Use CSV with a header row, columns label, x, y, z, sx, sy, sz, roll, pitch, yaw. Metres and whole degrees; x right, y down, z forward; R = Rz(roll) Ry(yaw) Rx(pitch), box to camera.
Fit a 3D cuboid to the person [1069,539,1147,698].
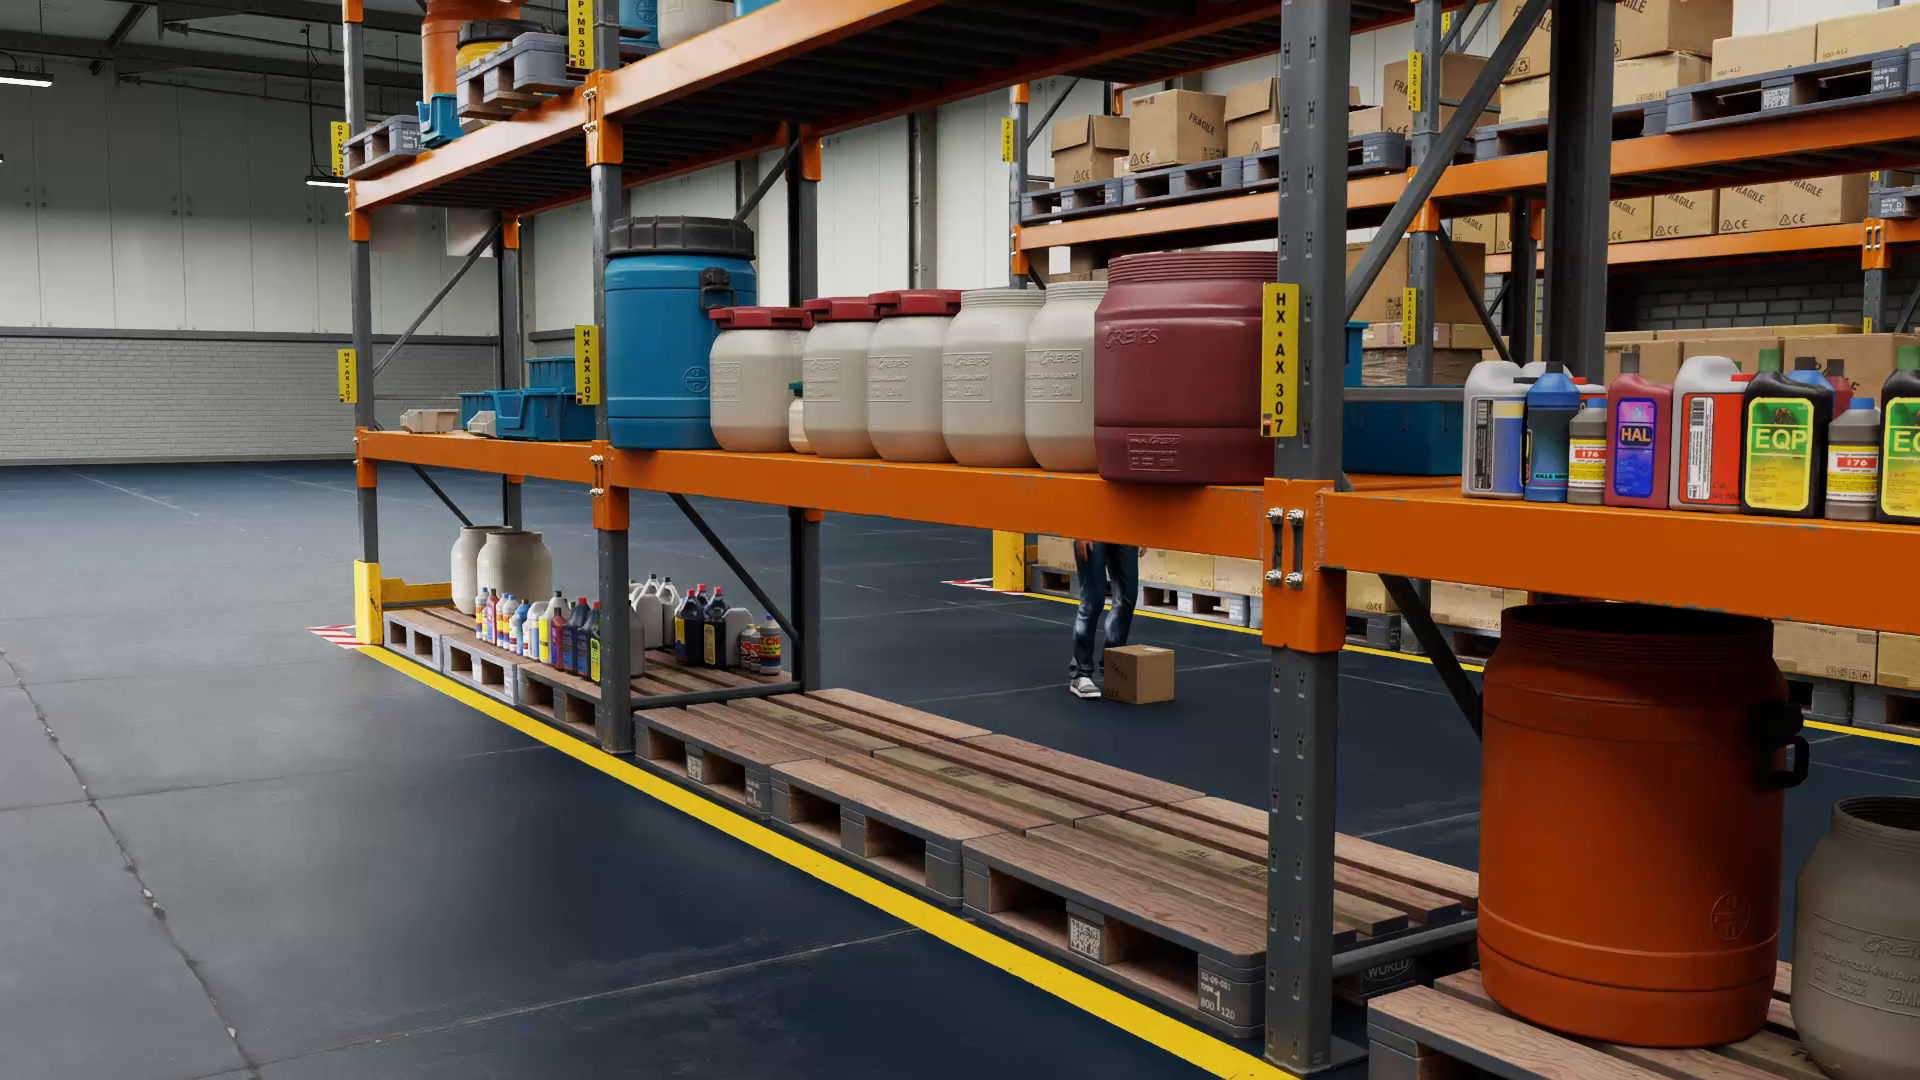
label,x,y,z,sx,sy,sz,roll,pitch,yaw
person,0.754,-0.013,8.458,0.461,1.592,0.343,-3,6,-33
